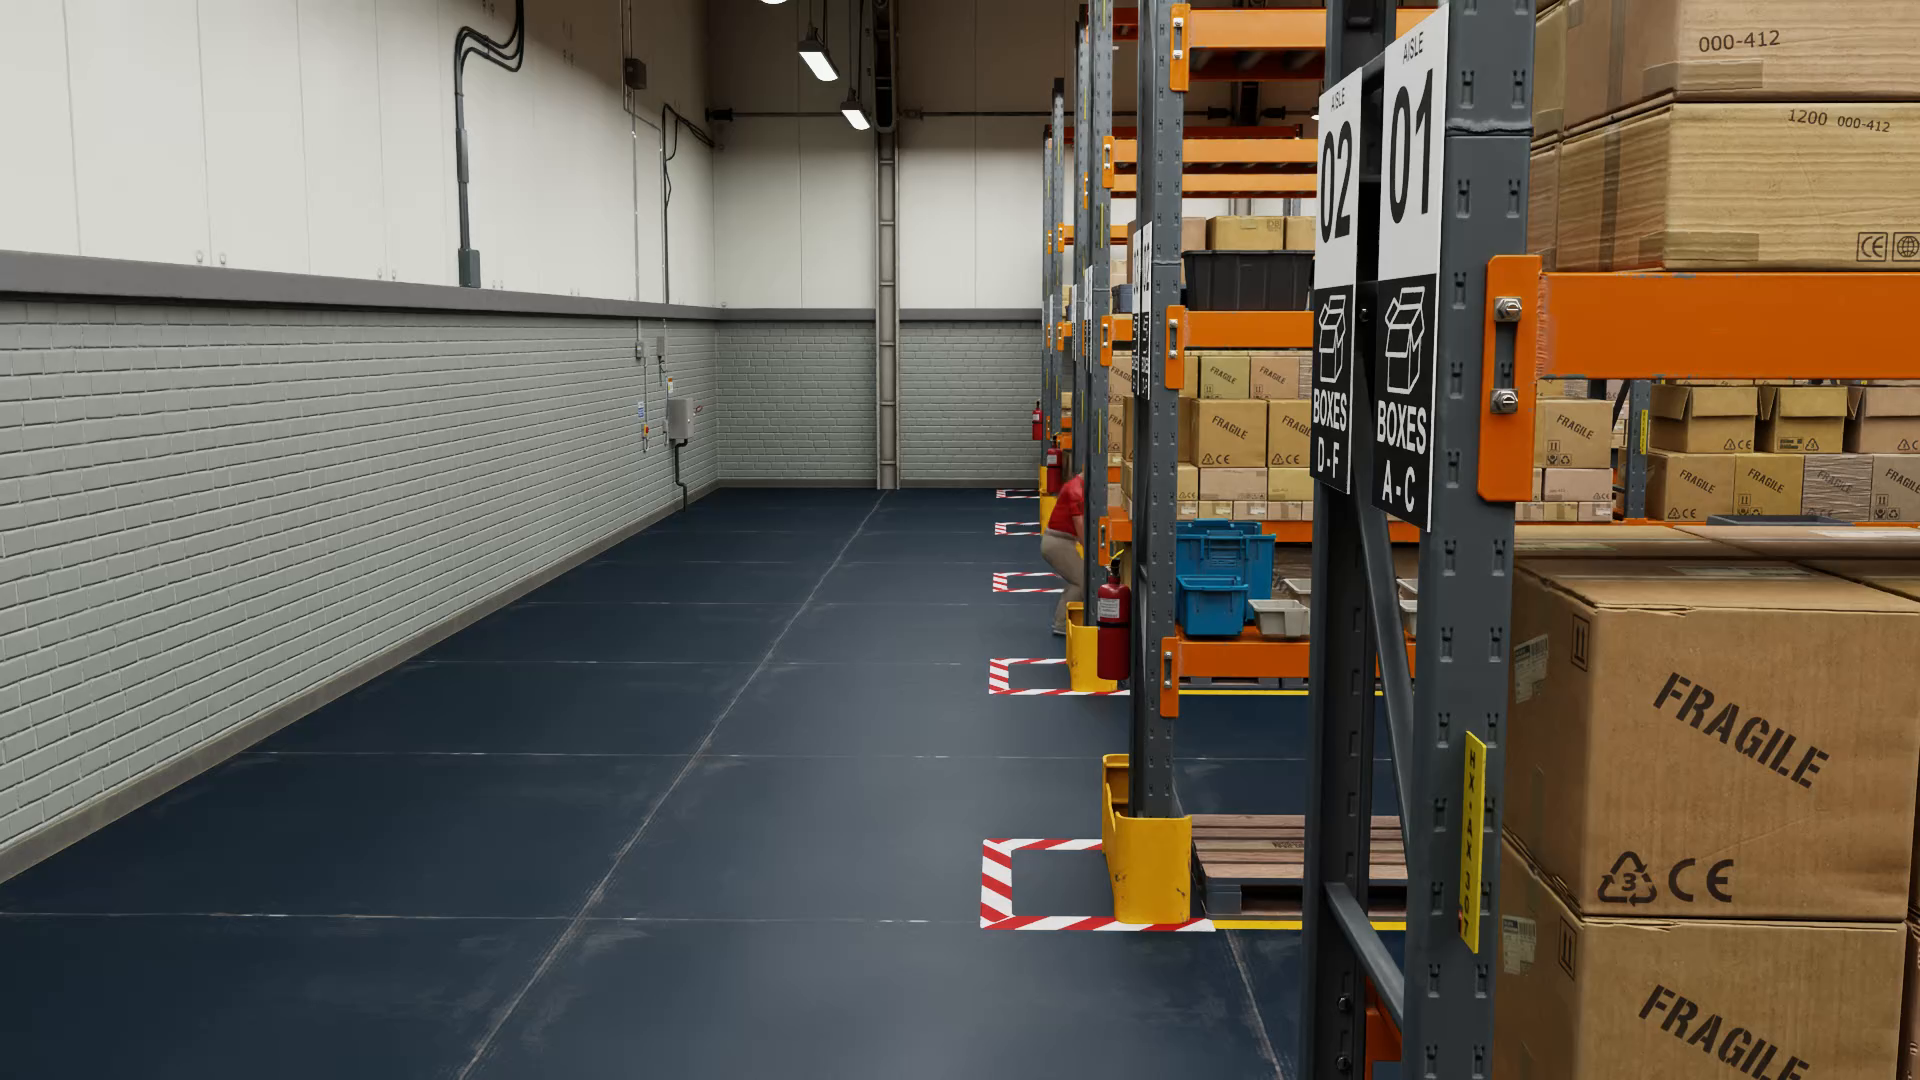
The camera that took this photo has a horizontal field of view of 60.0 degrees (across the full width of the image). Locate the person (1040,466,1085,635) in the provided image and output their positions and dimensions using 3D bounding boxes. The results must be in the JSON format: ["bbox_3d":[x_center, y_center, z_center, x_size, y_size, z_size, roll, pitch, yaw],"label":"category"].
[{"bbox_3d":[1.010,0.063,15.034,0.574,1.567,0.581,0,7,2],"label":"person"}]
